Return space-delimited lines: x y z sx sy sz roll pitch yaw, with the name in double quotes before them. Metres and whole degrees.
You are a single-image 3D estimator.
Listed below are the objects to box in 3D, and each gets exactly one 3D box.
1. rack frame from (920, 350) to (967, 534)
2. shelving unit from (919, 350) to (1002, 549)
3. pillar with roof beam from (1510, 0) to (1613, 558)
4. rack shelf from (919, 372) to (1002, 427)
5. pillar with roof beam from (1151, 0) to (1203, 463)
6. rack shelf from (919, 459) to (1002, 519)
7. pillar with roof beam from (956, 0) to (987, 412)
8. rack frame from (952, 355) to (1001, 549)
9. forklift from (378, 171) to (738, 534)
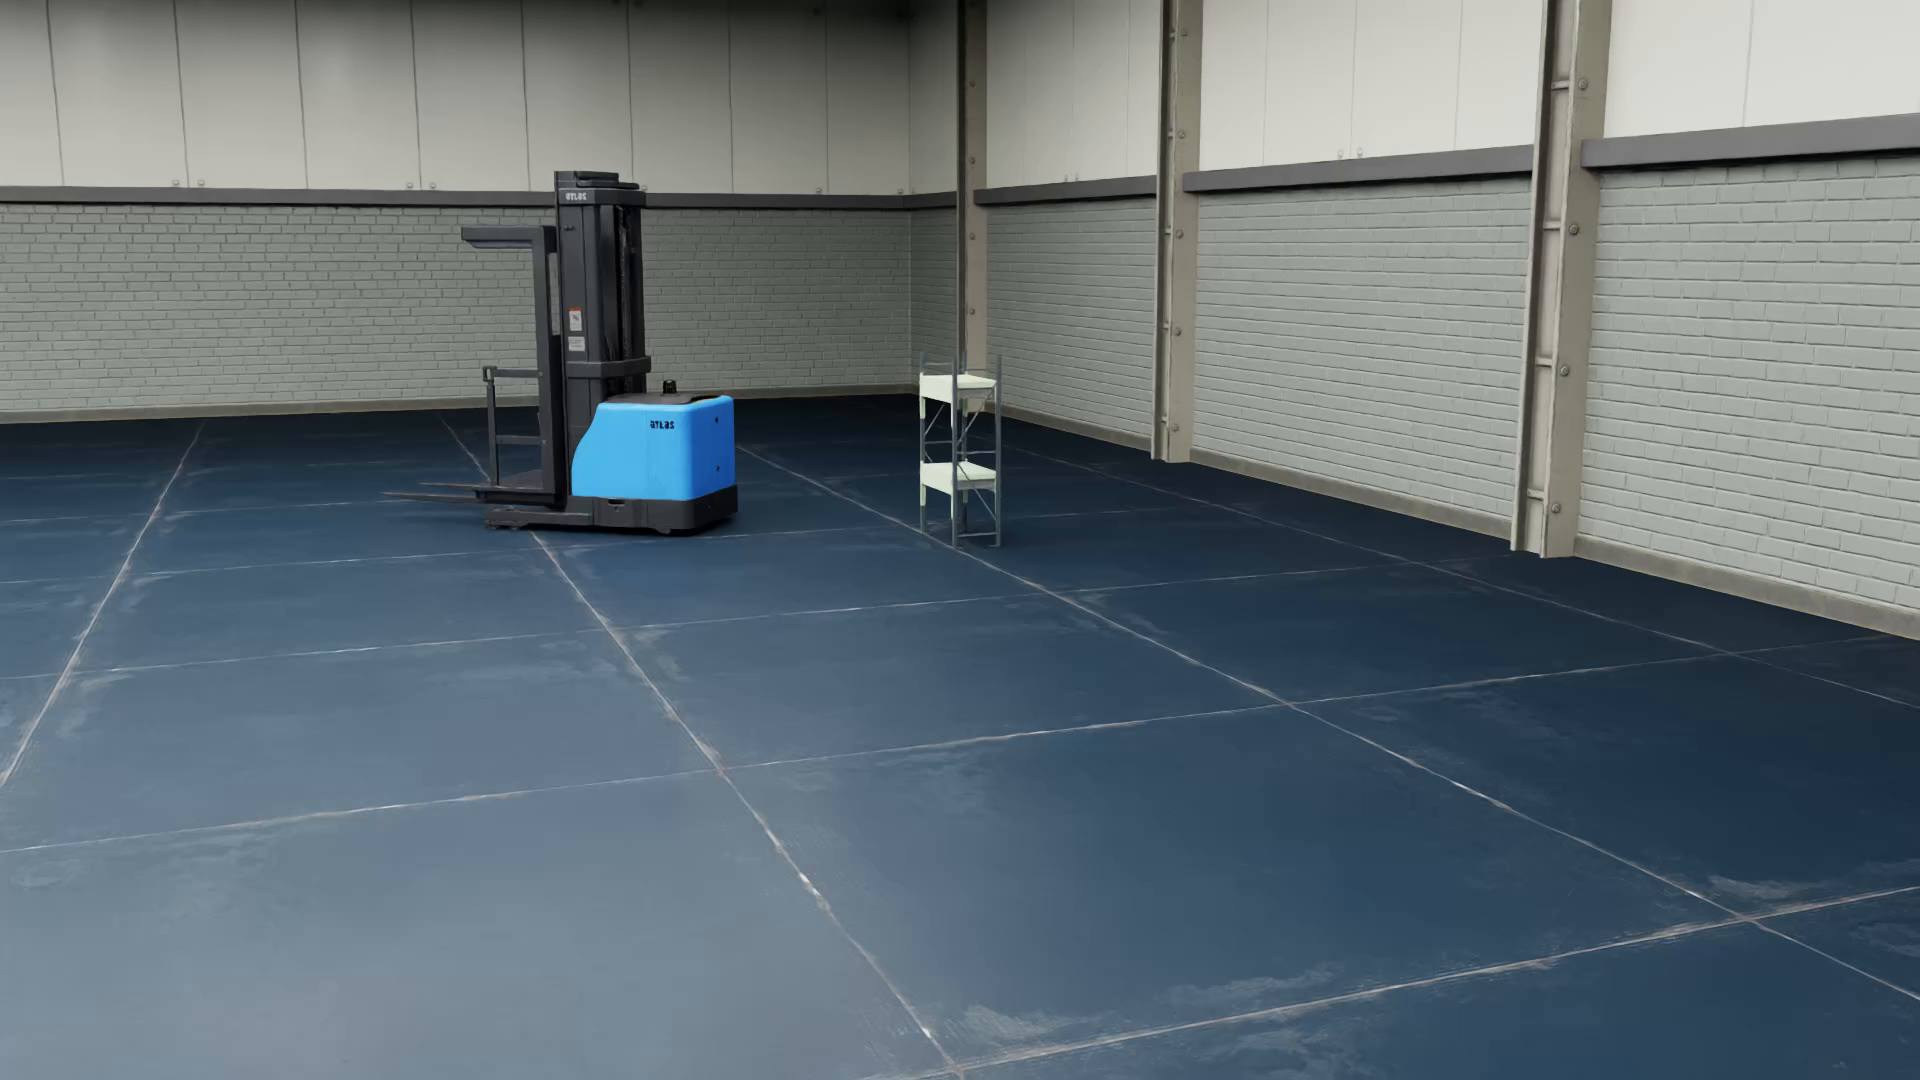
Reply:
"rack frame" -0.135 -0.799 13.631 0.400 1.500 0.023 -4 11 -21
"shelving unit" -0.002 -0.739 13.295 0.431 1.500 0.755 -4 11 -21
"pillar with roof beam" 0.500 -4.060 10.551 9.100 9.000 0.400 -4 11 -21
"rack shelf" -0.002 -1.124 13.227 0.431 0.370 0.720 -4 11 -21
"pillar with roof beam" -1.674 -5.040 16.056 9.100 9.000 0.400 -4 11 -21
"rack shelf" -0.002 -0.419 13.352 0.431 0.370 0.720 -4 11 -21
"pillar with roof beam" -3.848 -6.019 21.562 9.100 9.000 0.400 -4 11 -21
"rack frame" 0.130 -0.680 12.959 0.400 1.500 0.023 -4 11 -21
"forklift" -3.498 -1.613 14.119 3.031 2.935 1.130 3 10 15
